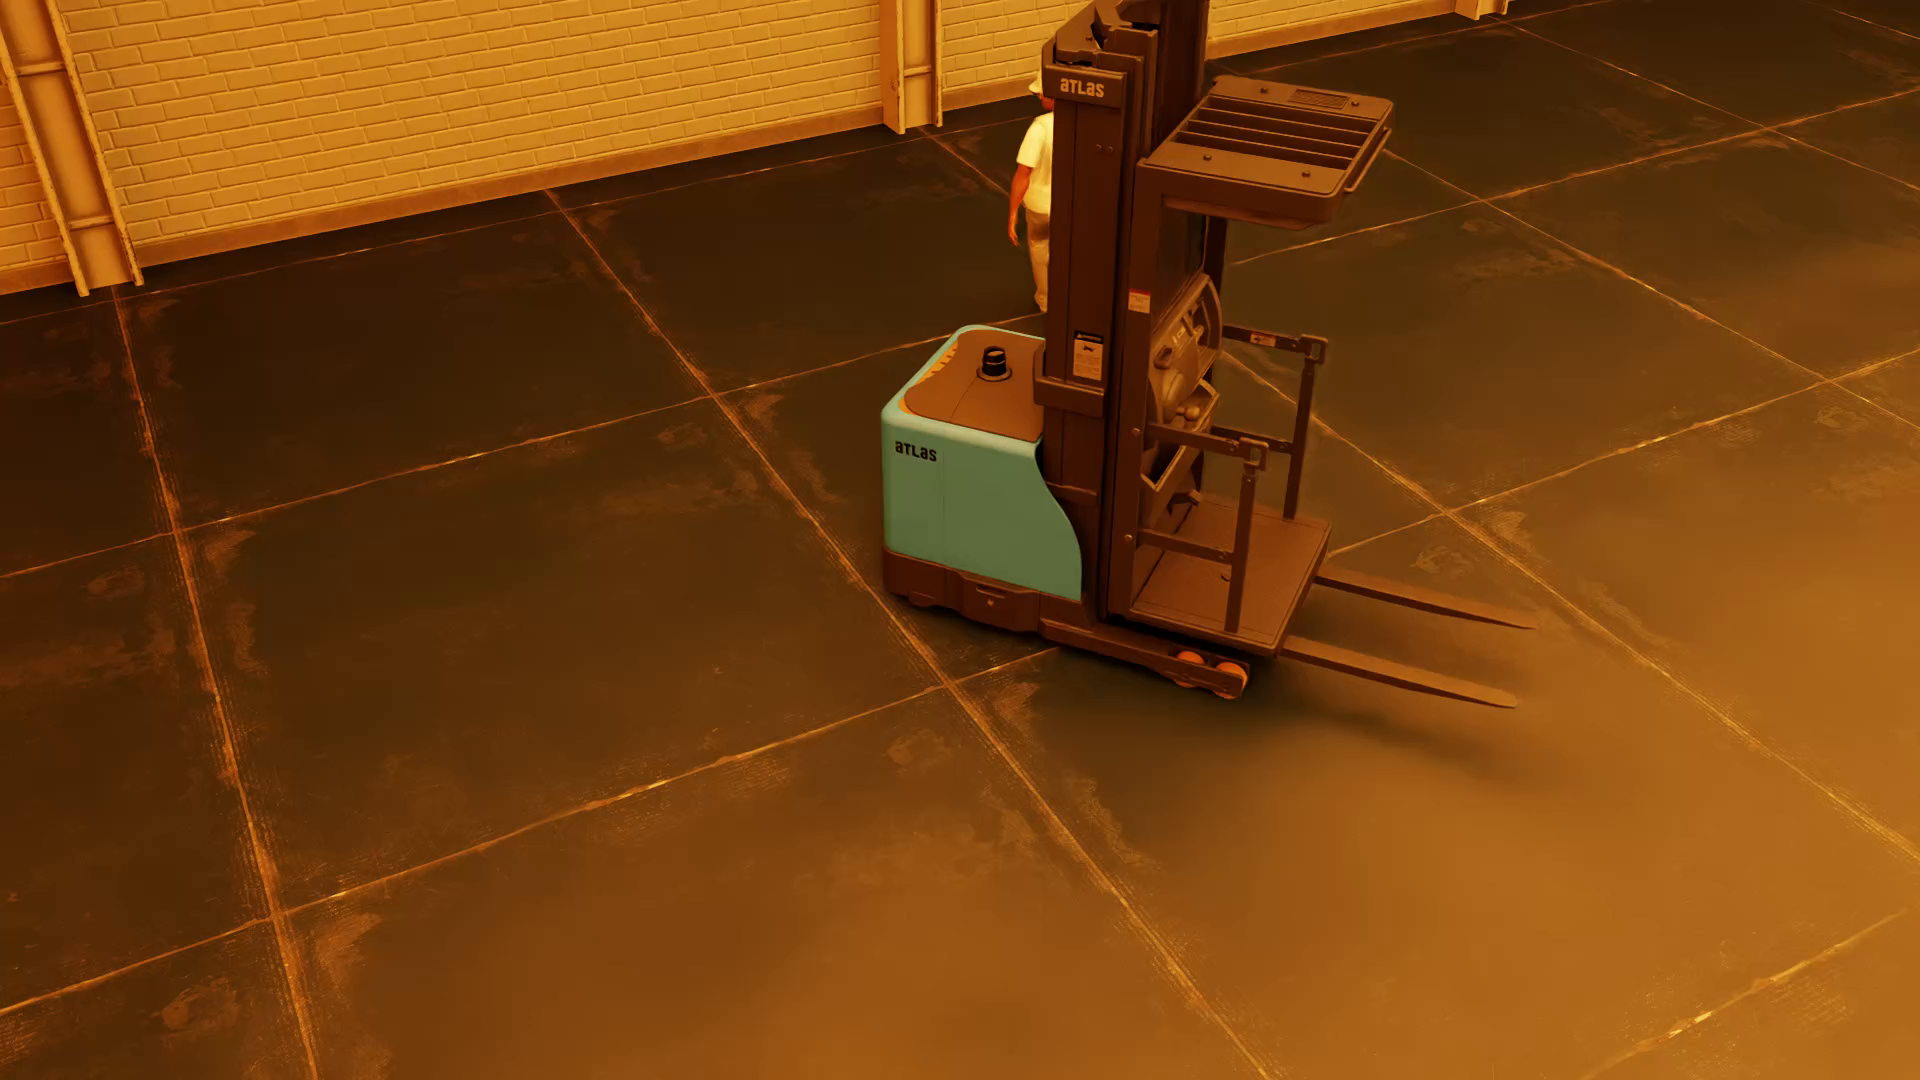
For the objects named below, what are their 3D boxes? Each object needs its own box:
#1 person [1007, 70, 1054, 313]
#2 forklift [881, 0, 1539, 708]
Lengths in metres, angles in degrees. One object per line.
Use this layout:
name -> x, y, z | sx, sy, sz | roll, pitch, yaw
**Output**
person -> 0.587, -2.097, 10.178 | 0.654, 1.692, 0.790 | -2, 35, -3
forklift -> 1.179, -0.819, 7.282 | 3.031, 2.935, 1.130 | 15, 38, 20
